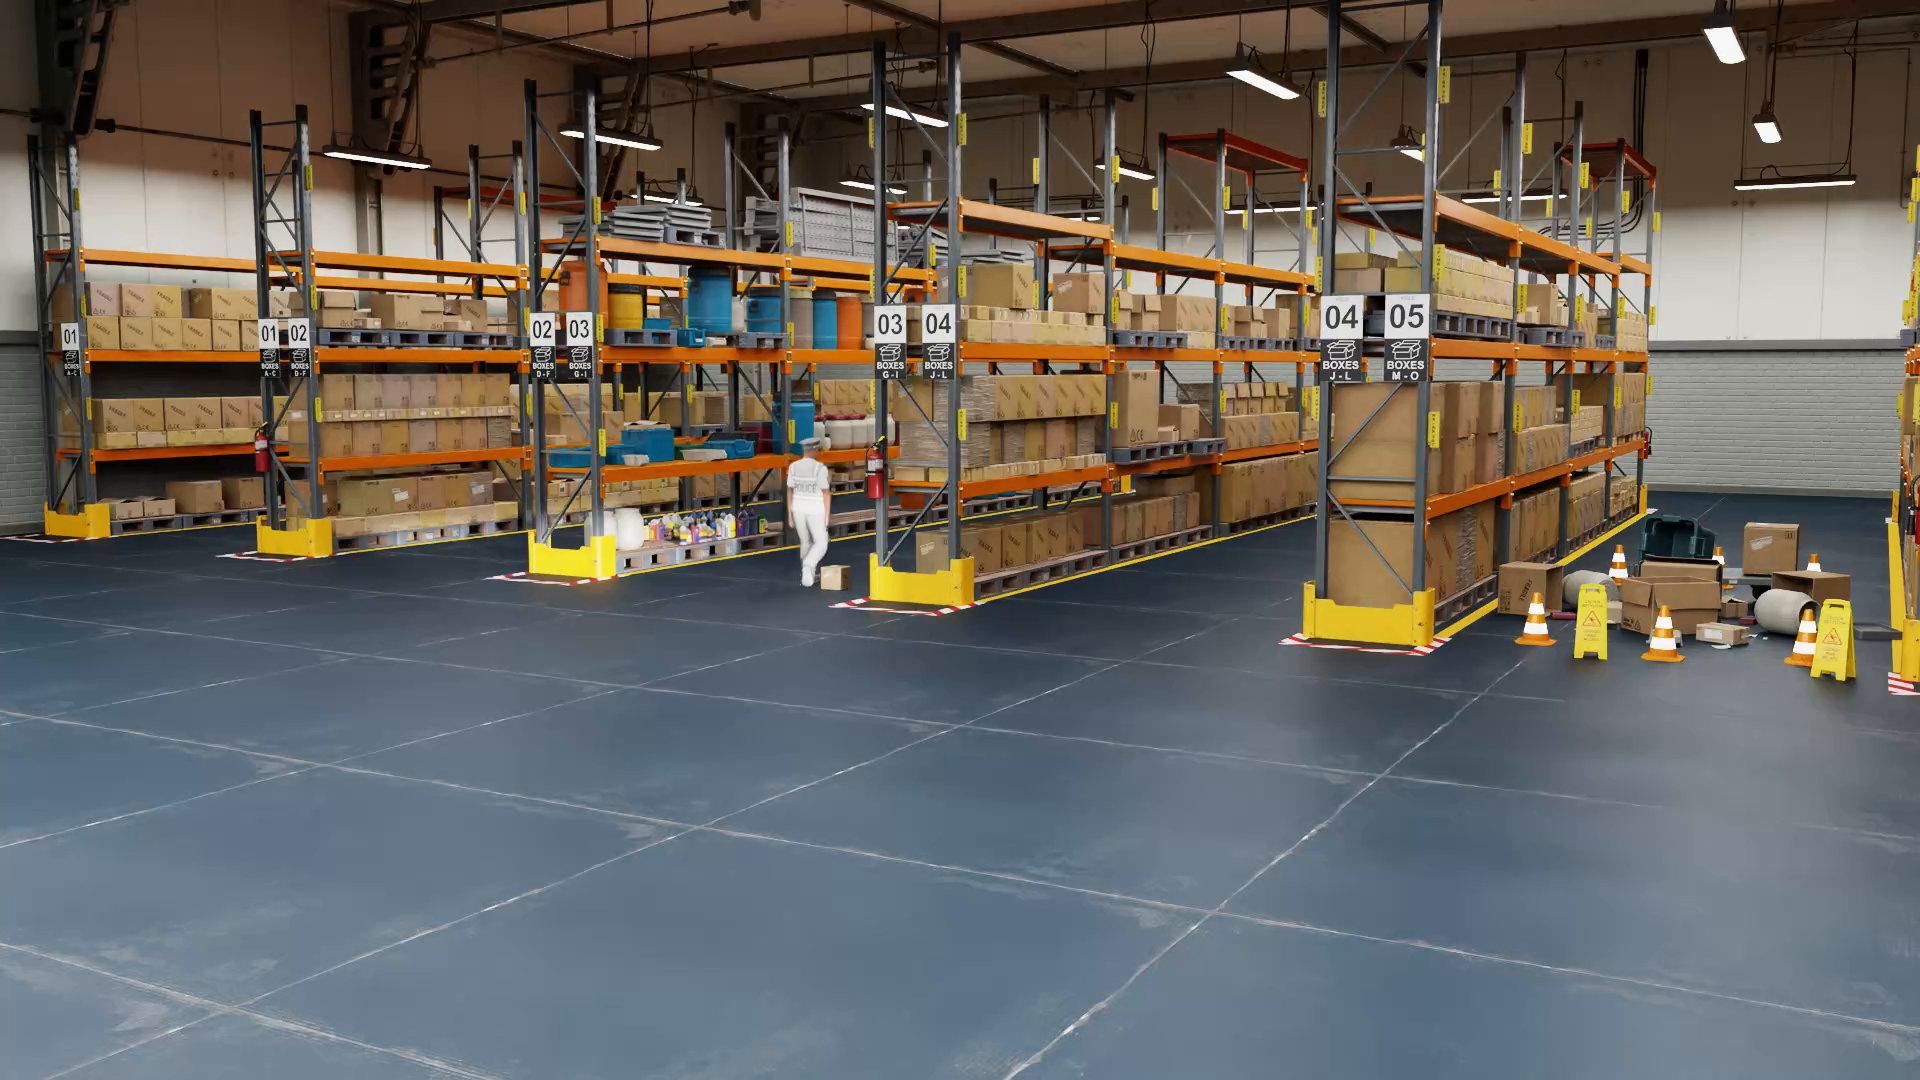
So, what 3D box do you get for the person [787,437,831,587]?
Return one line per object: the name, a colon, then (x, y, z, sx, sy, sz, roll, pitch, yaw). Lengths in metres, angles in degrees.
person: (-1.727, -0.322, 19.173, 0.555, 1.734, 0.817, 2, 6, 22)
